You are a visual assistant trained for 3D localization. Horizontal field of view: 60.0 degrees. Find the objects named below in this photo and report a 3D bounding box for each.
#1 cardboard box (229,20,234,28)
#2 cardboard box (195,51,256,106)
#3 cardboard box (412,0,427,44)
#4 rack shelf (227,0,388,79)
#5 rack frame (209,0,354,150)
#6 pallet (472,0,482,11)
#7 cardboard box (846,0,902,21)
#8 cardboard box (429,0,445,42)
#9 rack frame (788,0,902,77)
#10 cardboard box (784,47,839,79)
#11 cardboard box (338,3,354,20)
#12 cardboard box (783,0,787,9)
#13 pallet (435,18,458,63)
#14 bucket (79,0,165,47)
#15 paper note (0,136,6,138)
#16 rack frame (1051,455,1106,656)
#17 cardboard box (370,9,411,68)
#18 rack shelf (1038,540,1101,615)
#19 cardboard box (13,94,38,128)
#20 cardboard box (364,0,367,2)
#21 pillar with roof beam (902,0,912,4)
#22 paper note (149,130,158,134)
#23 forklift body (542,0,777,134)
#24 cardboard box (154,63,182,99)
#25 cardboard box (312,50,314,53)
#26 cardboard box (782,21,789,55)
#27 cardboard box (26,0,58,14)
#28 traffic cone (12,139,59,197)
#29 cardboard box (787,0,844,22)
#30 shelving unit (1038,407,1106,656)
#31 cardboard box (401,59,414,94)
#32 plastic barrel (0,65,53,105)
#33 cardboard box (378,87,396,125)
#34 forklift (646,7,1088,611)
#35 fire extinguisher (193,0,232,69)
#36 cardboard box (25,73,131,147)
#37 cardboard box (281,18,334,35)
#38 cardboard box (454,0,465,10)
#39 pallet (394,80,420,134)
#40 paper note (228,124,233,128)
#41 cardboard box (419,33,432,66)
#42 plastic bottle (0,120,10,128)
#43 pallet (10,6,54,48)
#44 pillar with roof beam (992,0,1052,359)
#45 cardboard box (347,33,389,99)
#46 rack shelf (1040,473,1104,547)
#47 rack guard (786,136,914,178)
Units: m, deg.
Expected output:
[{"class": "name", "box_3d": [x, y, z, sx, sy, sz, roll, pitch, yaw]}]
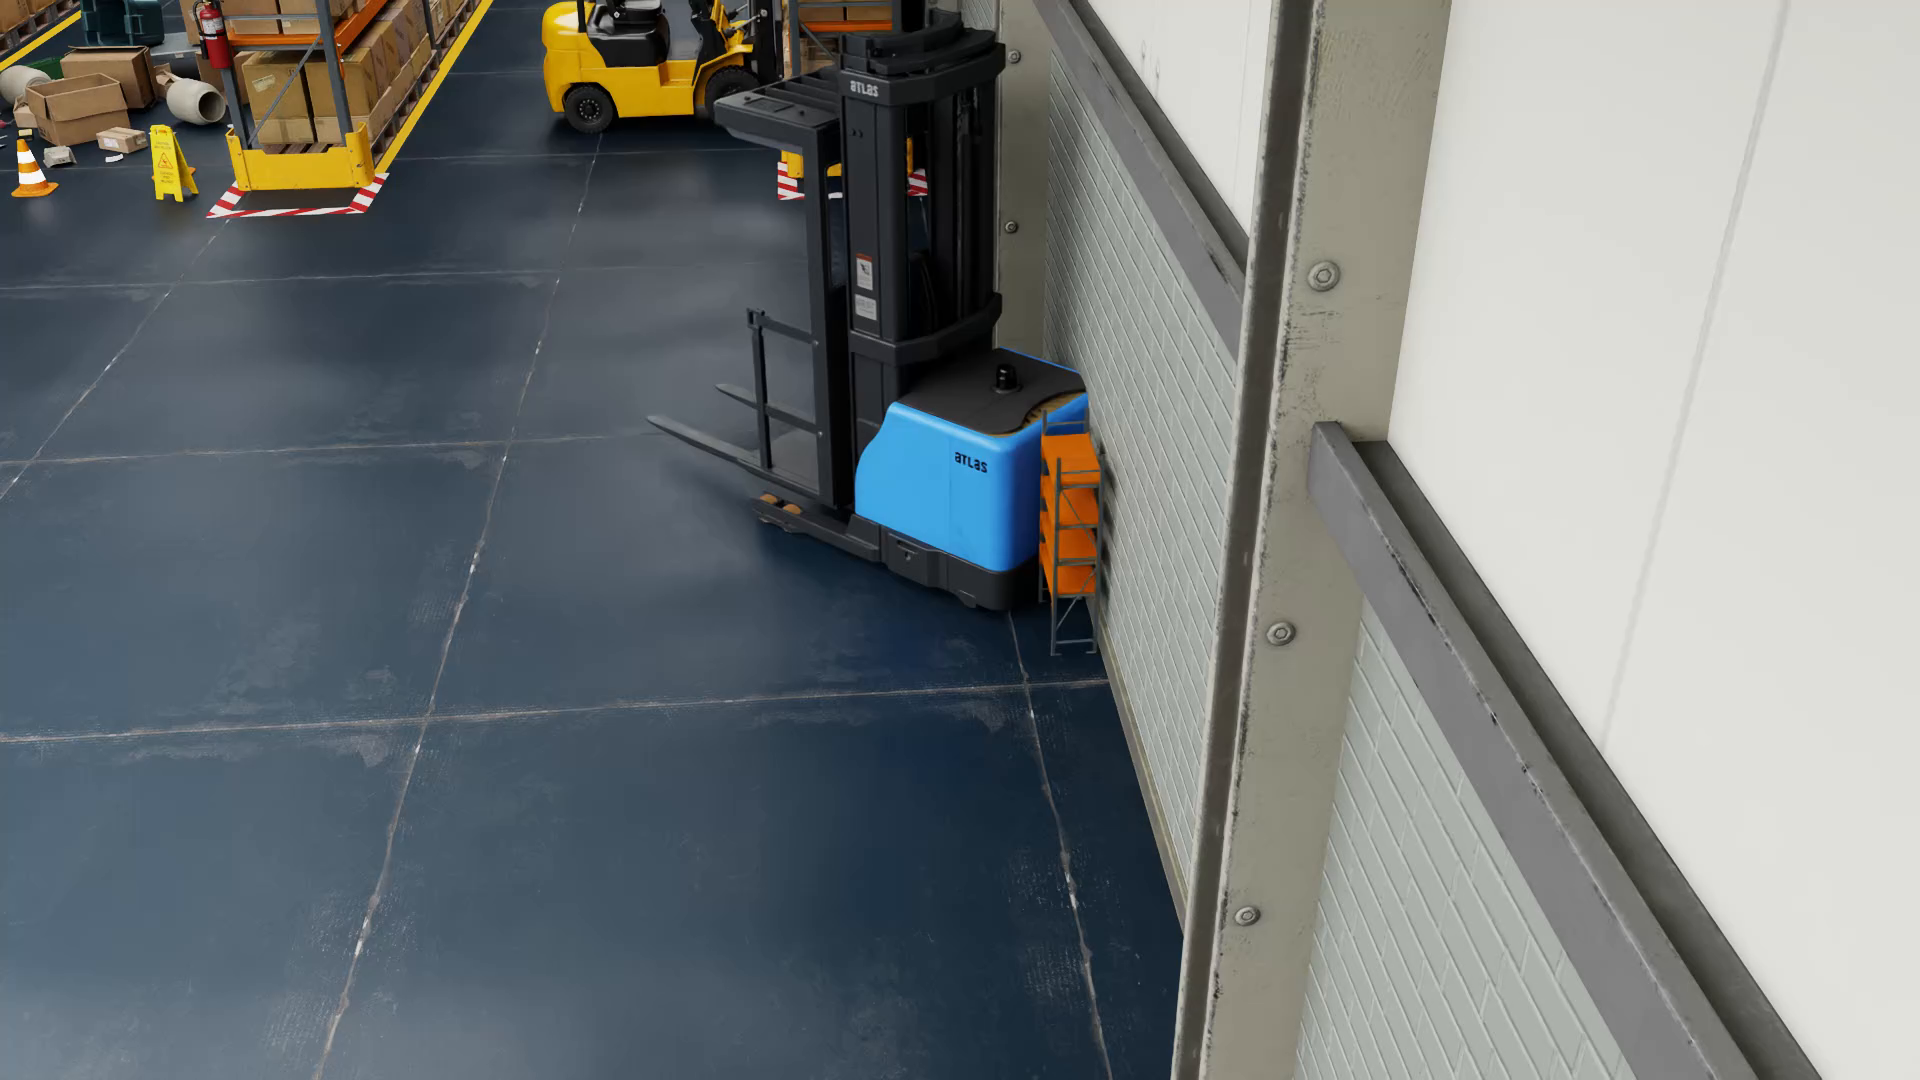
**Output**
[{"class": "cardboard box", "box_3d": [-6.348, -4.715, 14.965, 0.380, 0.149, 0.250, -3, 31, -5]}, {"class": "cardboard box", "box_3d": [-7.594, -4.876, 17.424, 0.500, 0.500, 0.500, 20, 36, 29]}, {"class": "cardboard box", "box_3d": [-6.017, -5.593, 17.730, 0.500, 0.500, 0.500, -3, 31, -5]}, {"class": "rack shelf", "box_3d": [-6.152, -5.231, 16.284, 1.077, 0.370, 4.000, -3, 31, -5]}, {"class": "rack frame", "box_3d": [-5.966, -4.518, 14.390, 1.000, 3.000, 0.127, -3, 31, -5]}, {"class": "pallet", "box_3d": [-6.641, -7.007, 21.275, 1.003, 0.211, 1.213, -3, 31, -5]}, {"class": "cardboard box", "box_3d": [-0.794, -5.067, 15.211, 0.500, 0.500, 0.500, -2, 31, -3]}, {"class": "cardboard box", "box_3d": [-6.391, -5.880, 18.823, 0.950, 0.372, 0.625, -2, 31, -4]}, {"class": "rack frame", "box_3d": [-1.024, -4.758, 14.791, 1.000, 3.000, 0.127, -3, 31, -5]}, {"class": "cardboard box", "box_3d": [-1.378, -4.407, 15.501, 0.500, 0.250, 0.500, -2, 31, -3]}, {"class": "cardboard box", "box_3d": [-5.773, -4.861, 15.209, 0.380, 0.149, 0.250, -4, 31, -6]}, {"class": "cardboard box", "box_3d": [-1.569, -5.452, 17.250, 0.500, 0.250, 0.500, -2, 31, -3]}, {"class": "pallet", "box_3d": [-6.414, -5.761, 19.189, 1.003, 0.211, 1.213, -3, 31, -5]}, {"class": "bucket", "box_3d": [-8.950, -5.560, 17.844, 0.726, 0.611, 0.620, 8, 22, 13]}, {"class": "paper note", "box_3d": [-9.444, -3.964, 16.377, 0.032, 0.001, 0.123, 13, 33, 21]}, {"class": "rack frame", "box_3d": [0.594, 0.099, 8.412, 0.240, 1.200, 0.015, -3, 33, -4]}, {"class": "cardboard box", "box_3d": [-5.919, -5.073, 16.859, 0.500, 0.500, 0.500, -1, 31, -2]}, {"class": "rack shelf", "box_3d": [0.572, 0.187, 8.761, 0.258, 0.148, 0.480, -3, 33, -4]}, {"class": "cardboard box", "box_3d": [-9.264, -4.309, 16.705, 0.396, 0.266, 0.258, 2, 31, 4]}, {"class": "cardboard box", "box_3d": [-5.809, -5.124, 15.648, 0.380, 0.149, 0.250, -2, 31, -3]}, {"class": "pillar with roof beam", "box_3d": [-5.038, -10.589, 18.704, 9.100, 9.000, 0.400, -3, 31, -5]}, {"class": "paper note", "box_3d": [-7.966, -4.067, 16.541, 0.148, 0.019, 0.142, 8, 32, 13]}, {"class": "forklift body", "box_3d": [-3.018, -5.274, 16.483, 2.313, 2.155, 1.214, -3, 31, -5]}, {"class": "cardboard box", "box_3d": [-8.400, -4.868, 17.642, 0.396, 0.266, 0.258, 27, 40, 37]}, {"class": "cardboard box", "box_3d": [-6.352, -4.503, 15.905, 0.500, 0.500, 0.500, -2, 31, -3]}, {"class": "cardboard box", "box_3d": [-1.488, -4.925, 16.367, 0.500, 0.250, 0.500, -2, 31, -4]}, {"class": "cardboard box", "box_3d": [-11.580, -6.767, 19.939, 1.050, 0.750, 0.750, -2, 31, -4]}, {"class": "traffic cone", "box_3d": [-8.364, -3.360, 14.925, 0.336, 0.463, 0.334, -3, 31, -5]}, {"class": "cardboard box", "box_3d": [-1.331, -5.040, 15.165, 0.500, 0.500, 0.500, -3, 31, -6]}, {"class": "shelving unit", "box_3d": [0.570, -0.035, 8.615, 0.258, 1.200, 0.503, -3, 33, -4]}, {"class": "cardboard box", "box_3d": [-5.914, -4.740, 17.033, 0.500, 0.250, 0.500, -2, 31, -4]}, {"class": "plastic barrel", "box_3d": [-9.625, -4.660, 17.140, 0.512, 0.421, 0.421, 20, 36, 29]}, {"class": "cardboard box", "box_3d": [-5.806, -4.204, 16.136, 0.500, 0.250, 0.500, -2, 31, -3]}, {"class": "forklift", "box_3d": [-0.620, -1.490, 9.386, 3.031, 2.935, 1.130, 22, 37, 33]}, {"class": "fire extinguisher", "box_3d": [-6.414, -4.405, 14.275, 0.296, 0.674, 0.183, -3, 31, -5]}, {"class": "cardboard box", "box_3d": [-8.650, -4.222, 16.328, 0.637, 0.503, 0.797, 27, 40, 37]}, {"class": "cardboard box", "box_3d": [-5.791, -4.594, 14.761, 0.380, 0.149, 0.250, -3, 31, -4]}, {"class": "cardboard box", "box_3d": [-6.528, -6.602, 20.032, 0.950, 0.372, 0.625, -2, 31, -3]}, {"class": "pallet", "box_3d": [-6.124, -4.398, 16.908, 1.003, 0.211, 1.213, -3, 31, -5]}, {"class": "paper note", "box_3d": [-7.274, -4.165, 16.693, 0.142, 0.019, 0.148, -14, 33, -22]}, {"class": "cardboard box", "box_3d": [-6.016, -5.271, 17.923, 0.500, 0.250, 0.500, -1, 31, -2]}, {"class": "plastic bottle", "box_3d": [-9.673, -4.159, 16.654, 0.283, 0.061, 0.133, -14, 33, -22]}, {"class": "pallet", "box_3d": [-11.523, -6.089, 19.739, 1.003, 0.211, 1.213, -3, 31, -5]}, {"class": "pillar with roof beam", "box_3d": [-3.917, -4.463, 8.446, 9.100, 9.000, 0.400, -3, 31, -5]}, {"class": "cardboard box", "box_3d": [-5.822, -4.544, 15.974, 0.500, 0.500, 0.500, -4, 31, -6]}, {"class": "rack shelf", "box_3d": [0.569, -0.165, 8.529, 0.258, 0.148, 0.480, -3, 33, -4]}, {"class": "rack guard", "box_3d": [-1.022, -3.673, 15.412, 1.175, 0.500, 0.348, -3, 31, -5]}]
